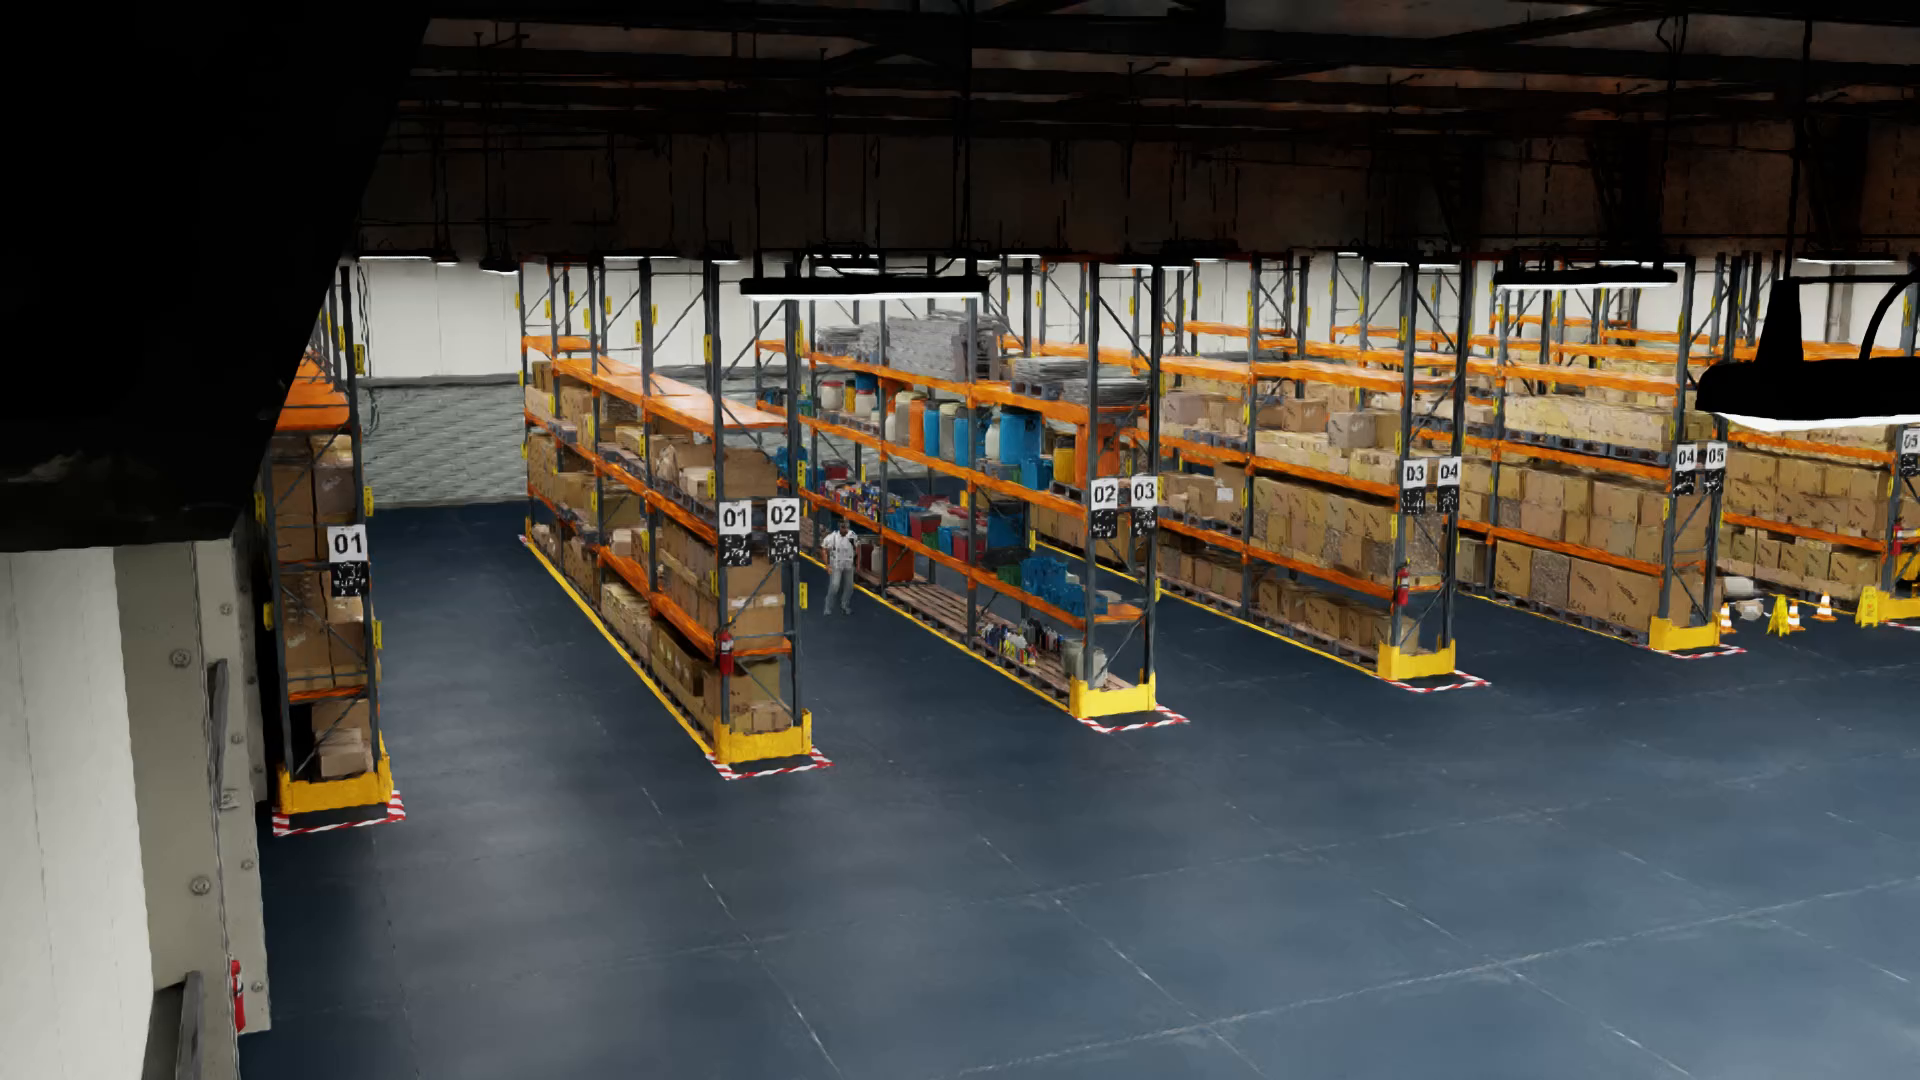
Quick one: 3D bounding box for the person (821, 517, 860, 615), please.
[{"bbox_3d":[-2.003,0.426,27.975,0.682,1.714,0.543,-5,11,-24],"label":"person"}]
